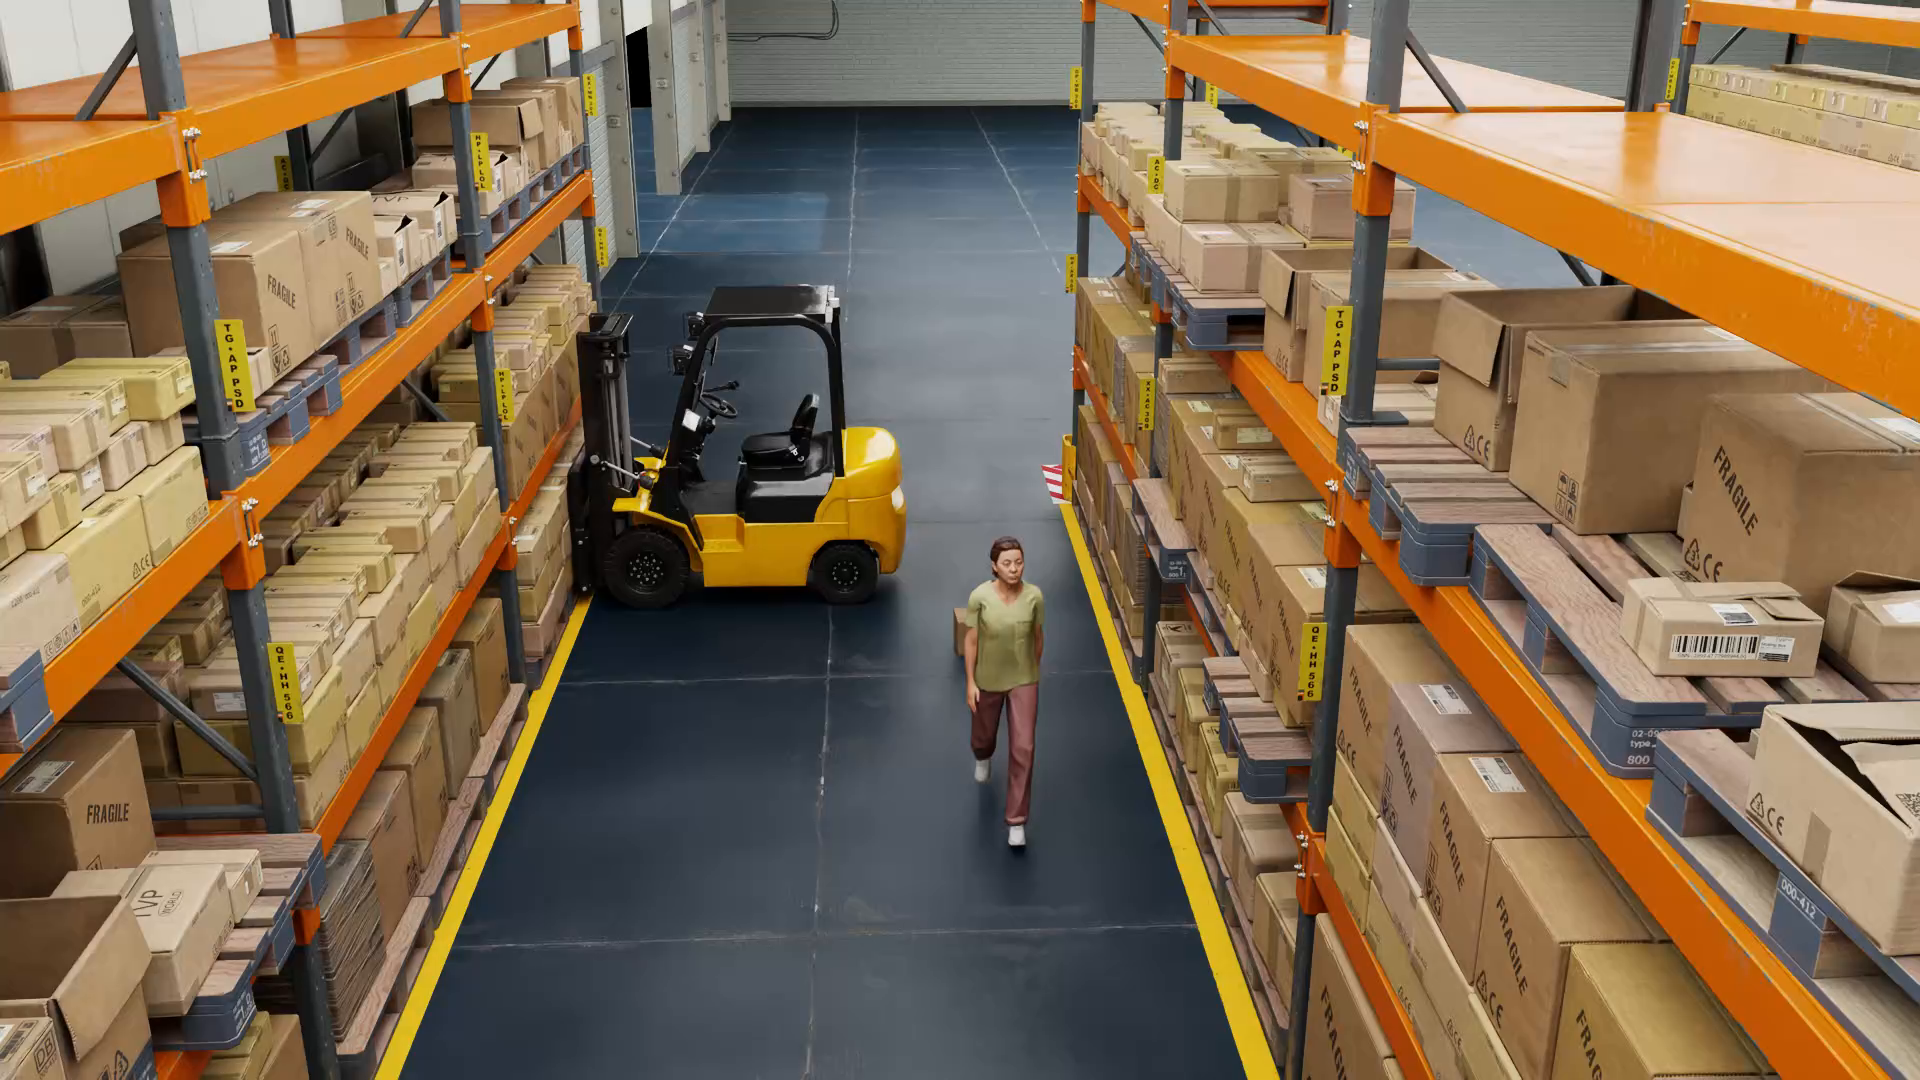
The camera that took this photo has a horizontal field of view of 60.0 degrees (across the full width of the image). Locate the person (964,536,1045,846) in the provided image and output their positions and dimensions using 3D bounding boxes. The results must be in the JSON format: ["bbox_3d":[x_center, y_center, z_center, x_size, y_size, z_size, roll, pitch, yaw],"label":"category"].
[{"bbox_3d":[0.242,0.749,9.054,0.440,1.630,0.926,-1,20,-2],"label":"person"}]
